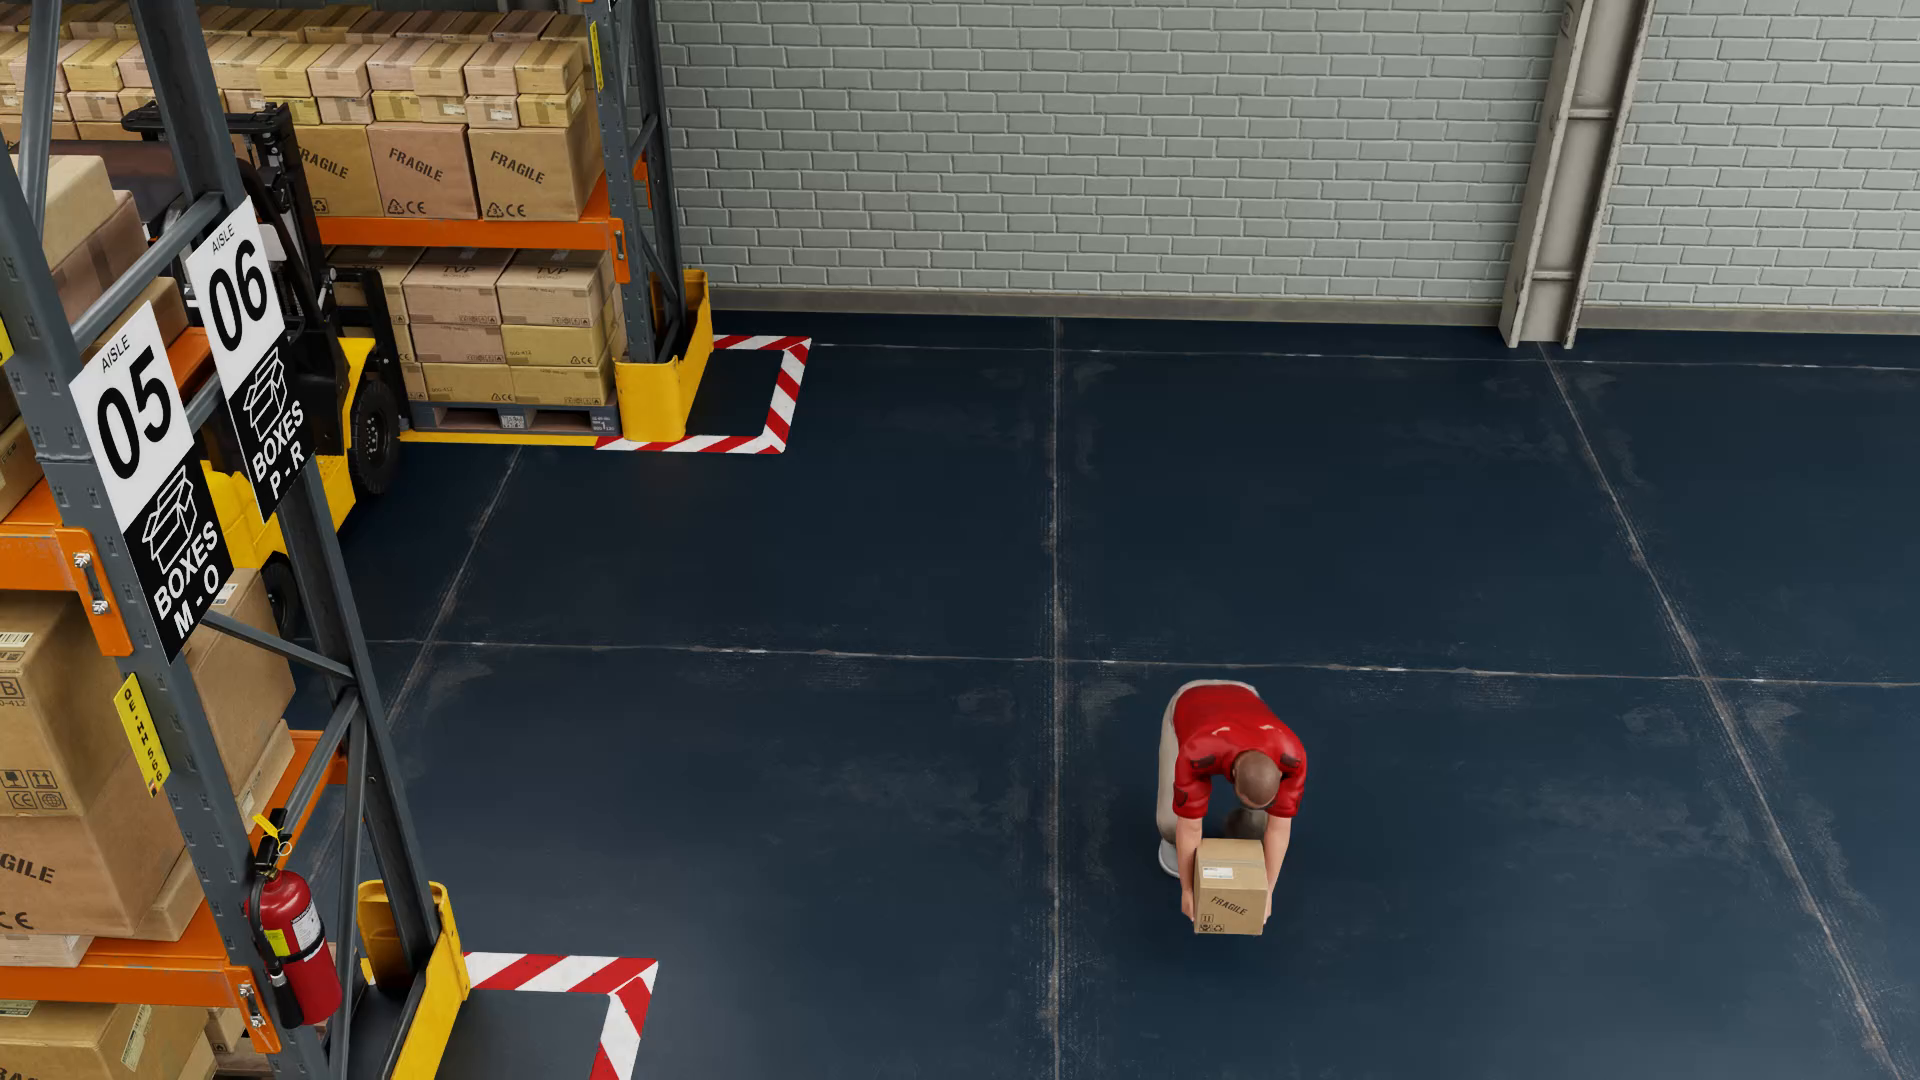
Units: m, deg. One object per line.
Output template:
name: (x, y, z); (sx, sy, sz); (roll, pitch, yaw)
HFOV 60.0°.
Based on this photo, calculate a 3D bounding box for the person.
person: (1.024, 0.968, 6.427); (0.524, 0.977, 0.906); (0, 35, 1)
